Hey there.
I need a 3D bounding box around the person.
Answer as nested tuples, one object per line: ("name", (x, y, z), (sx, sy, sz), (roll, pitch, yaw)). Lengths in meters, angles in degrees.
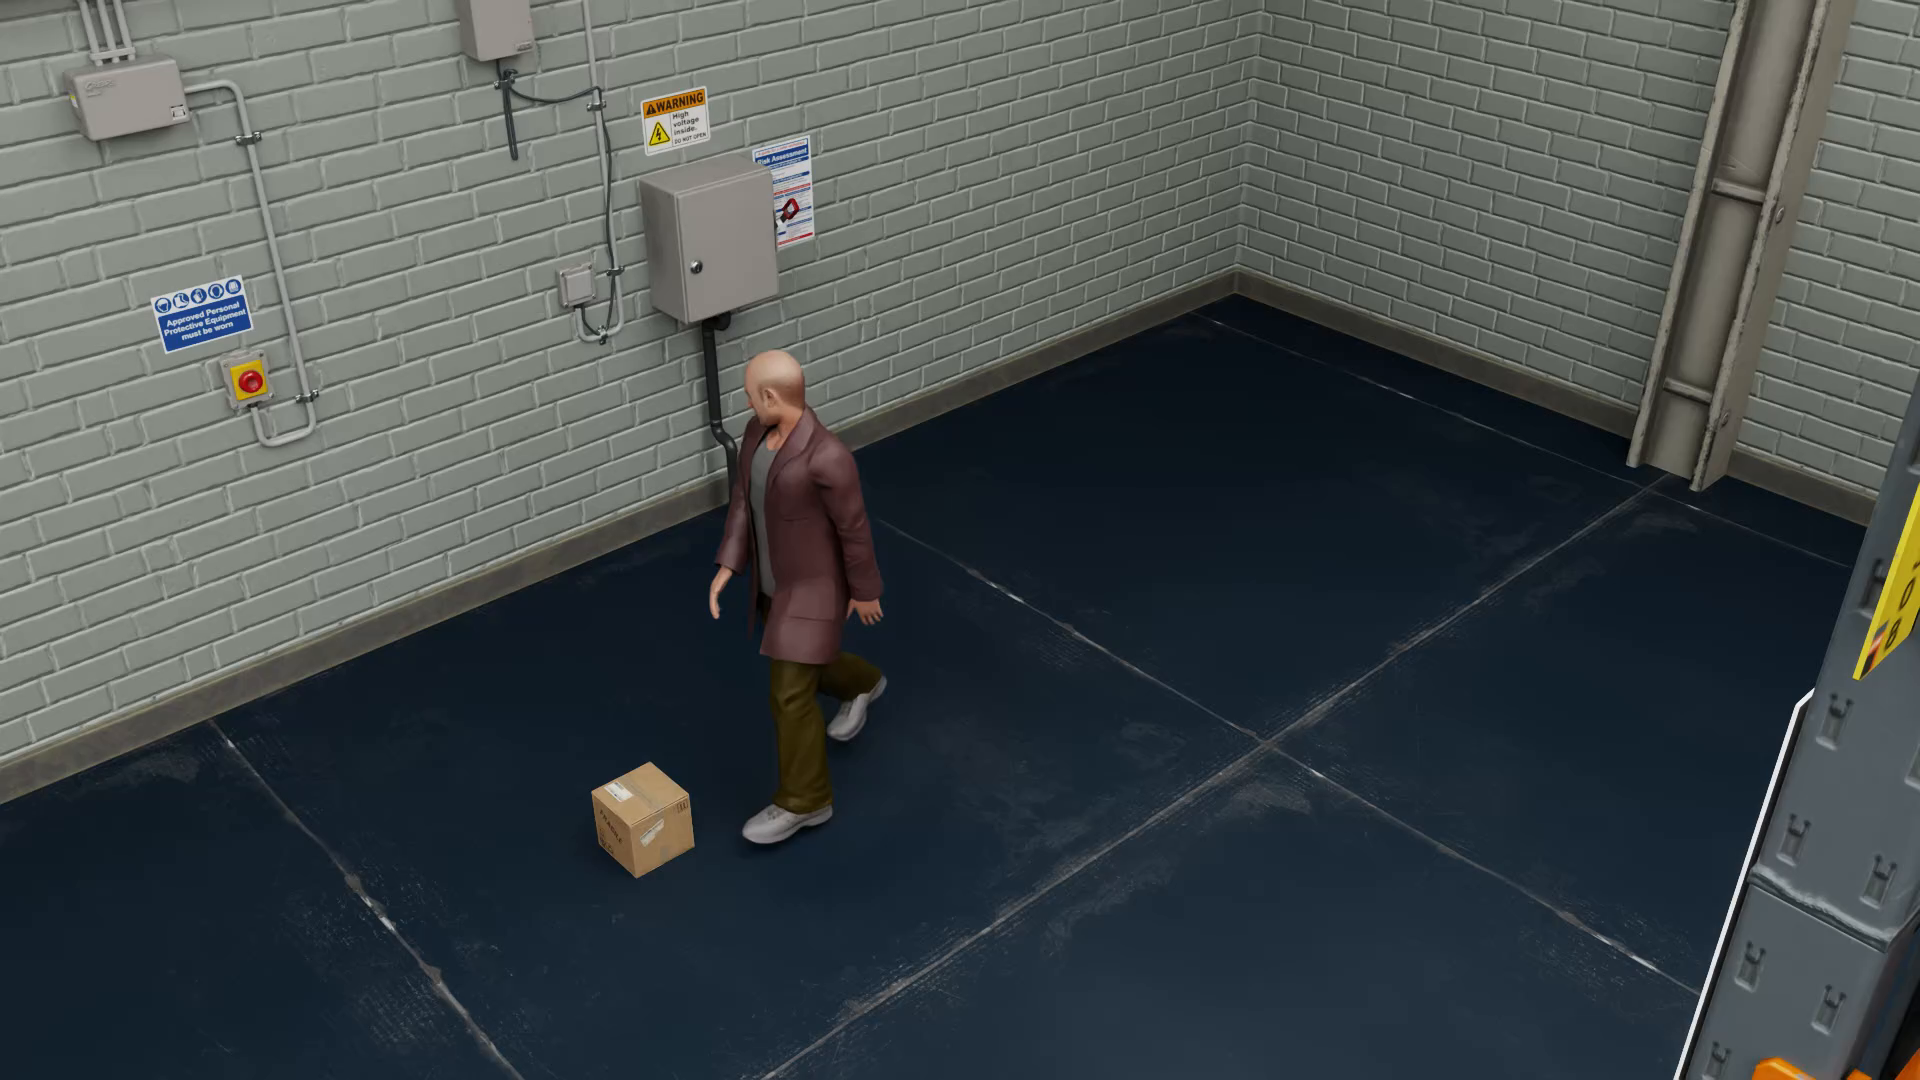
("person", (-0.559, 0.141, 5.916), (0.893, 1.725, 0.596), (-22, 37, -31))
